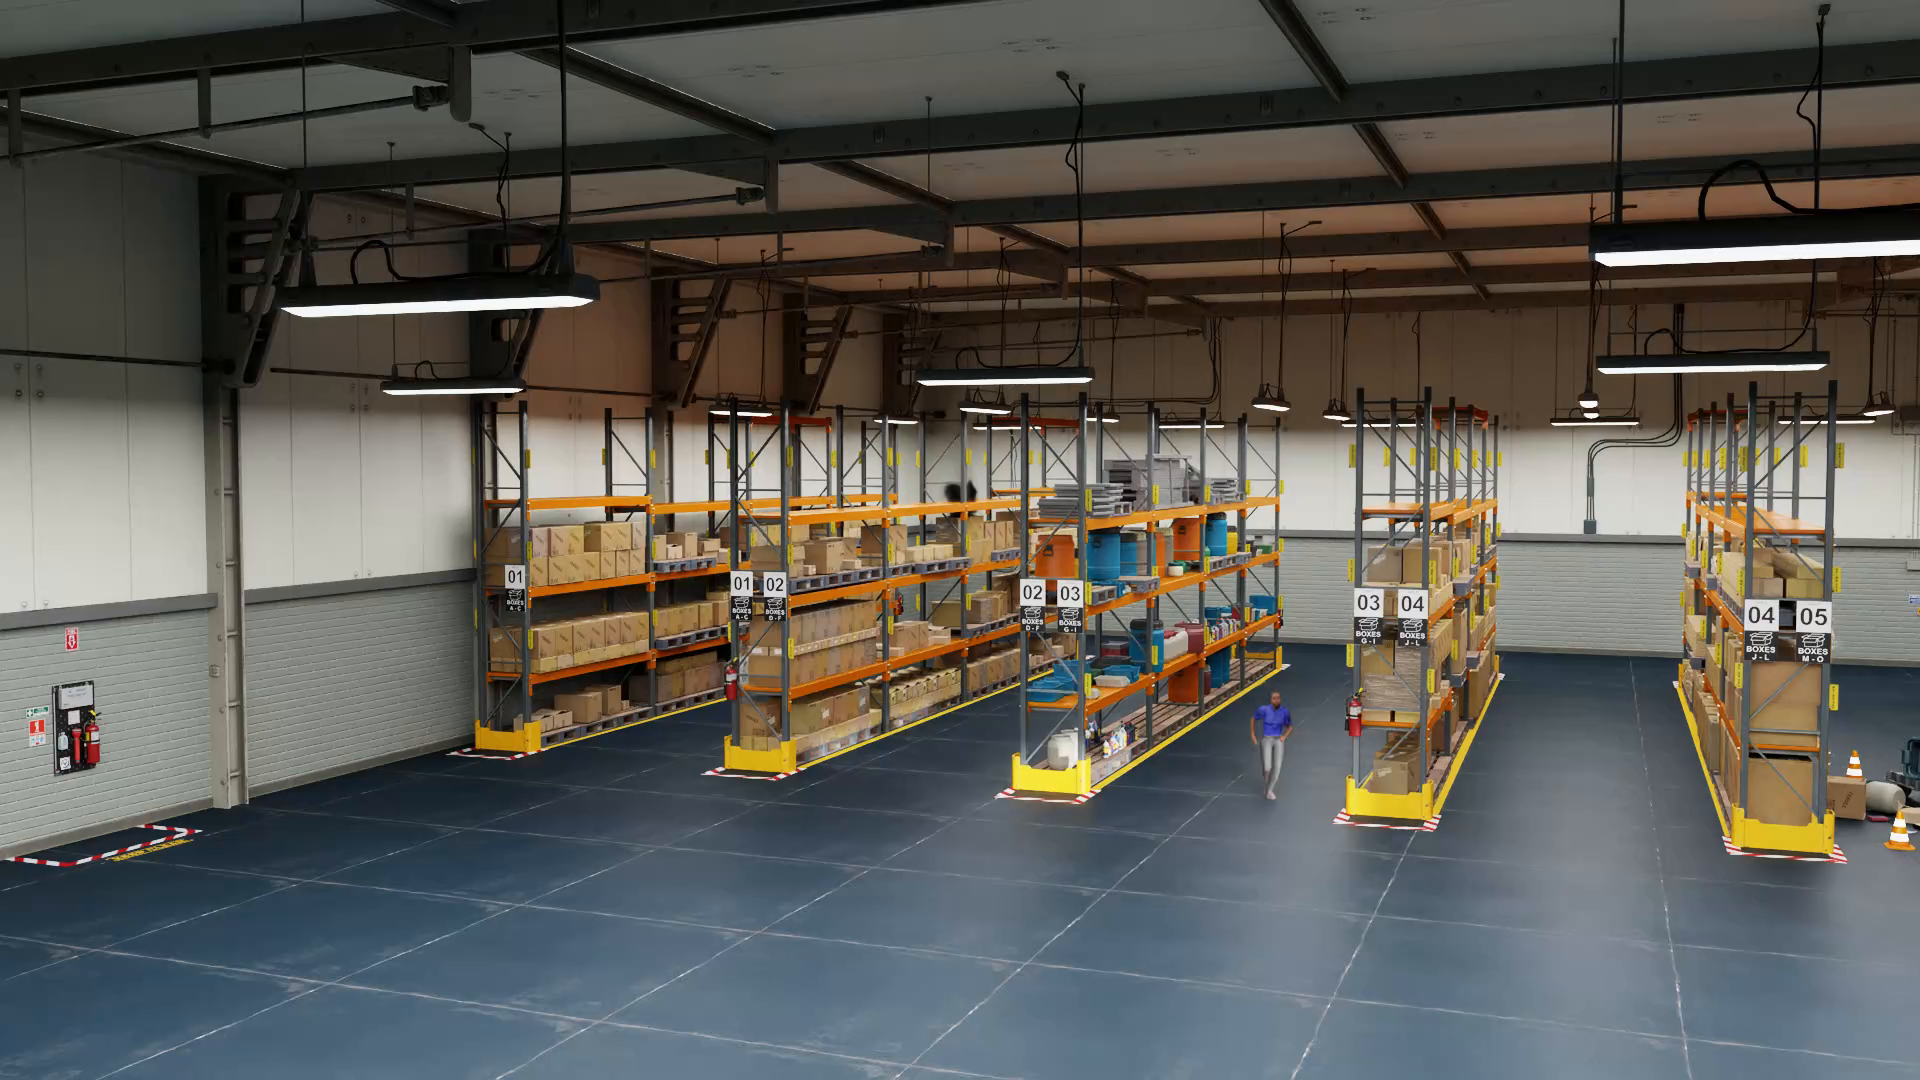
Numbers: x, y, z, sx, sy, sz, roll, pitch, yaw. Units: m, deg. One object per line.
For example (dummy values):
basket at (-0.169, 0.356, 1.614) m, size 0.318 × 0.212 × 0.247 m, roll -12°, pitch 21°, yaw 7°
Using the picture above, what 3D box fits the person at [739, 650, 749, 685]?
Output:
person at (-4.004, 2.726, 30.252) m, size 0.450 × 1.650 × 0.804 m, roll 0°, pitch 3°, yaw 7°

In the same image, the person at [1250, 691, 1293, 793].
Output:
person at (4.612, 2.979, 24.598) m, size 0.608 × 1.520 × 0.606 m, roll 0°, pitch 3°, yaw 2°
